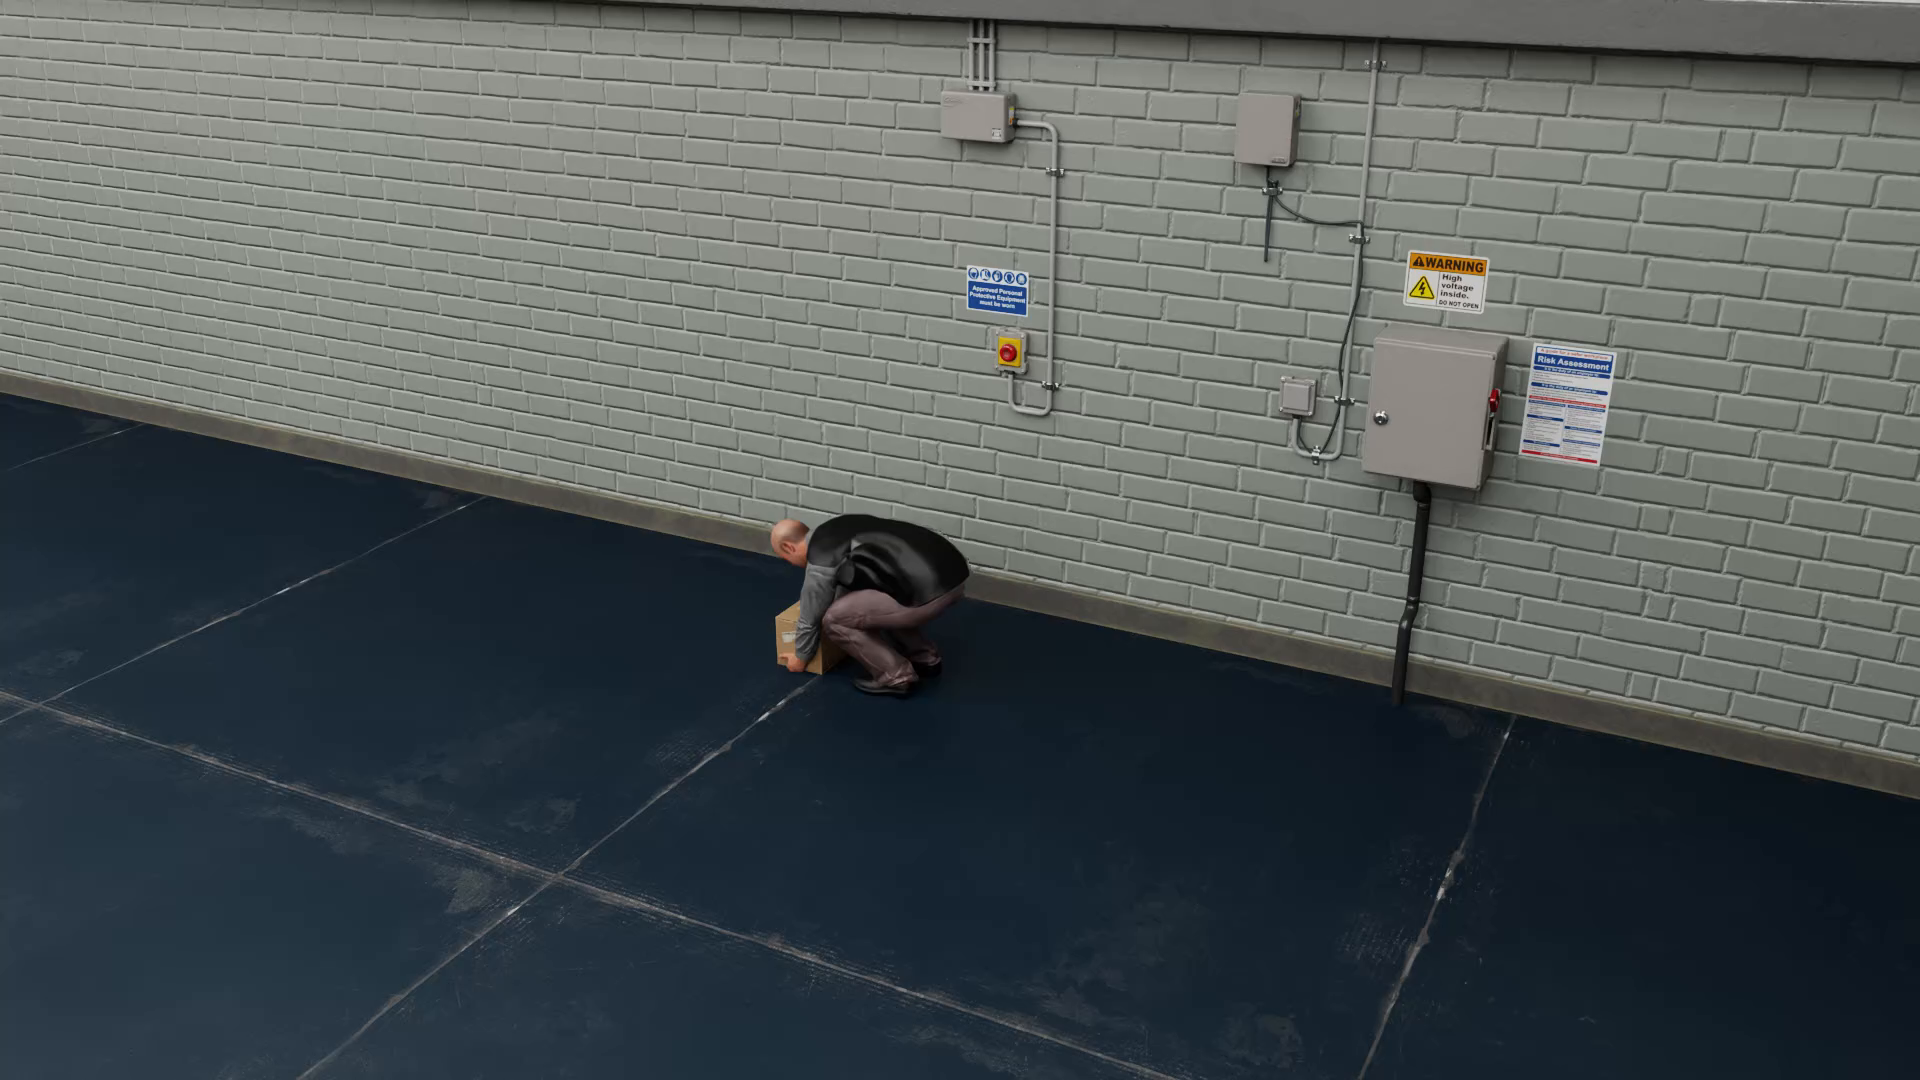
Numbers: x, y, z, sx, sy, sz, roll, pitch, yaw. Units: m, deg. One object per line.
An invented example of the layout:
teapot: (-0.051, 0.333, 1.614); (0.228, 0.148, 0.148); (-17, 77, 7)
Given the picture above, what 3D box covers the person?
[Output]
person: (-0.434, 0.278, 7.711); (0.942, 0.795, 0.505); (10, 25, 23)
